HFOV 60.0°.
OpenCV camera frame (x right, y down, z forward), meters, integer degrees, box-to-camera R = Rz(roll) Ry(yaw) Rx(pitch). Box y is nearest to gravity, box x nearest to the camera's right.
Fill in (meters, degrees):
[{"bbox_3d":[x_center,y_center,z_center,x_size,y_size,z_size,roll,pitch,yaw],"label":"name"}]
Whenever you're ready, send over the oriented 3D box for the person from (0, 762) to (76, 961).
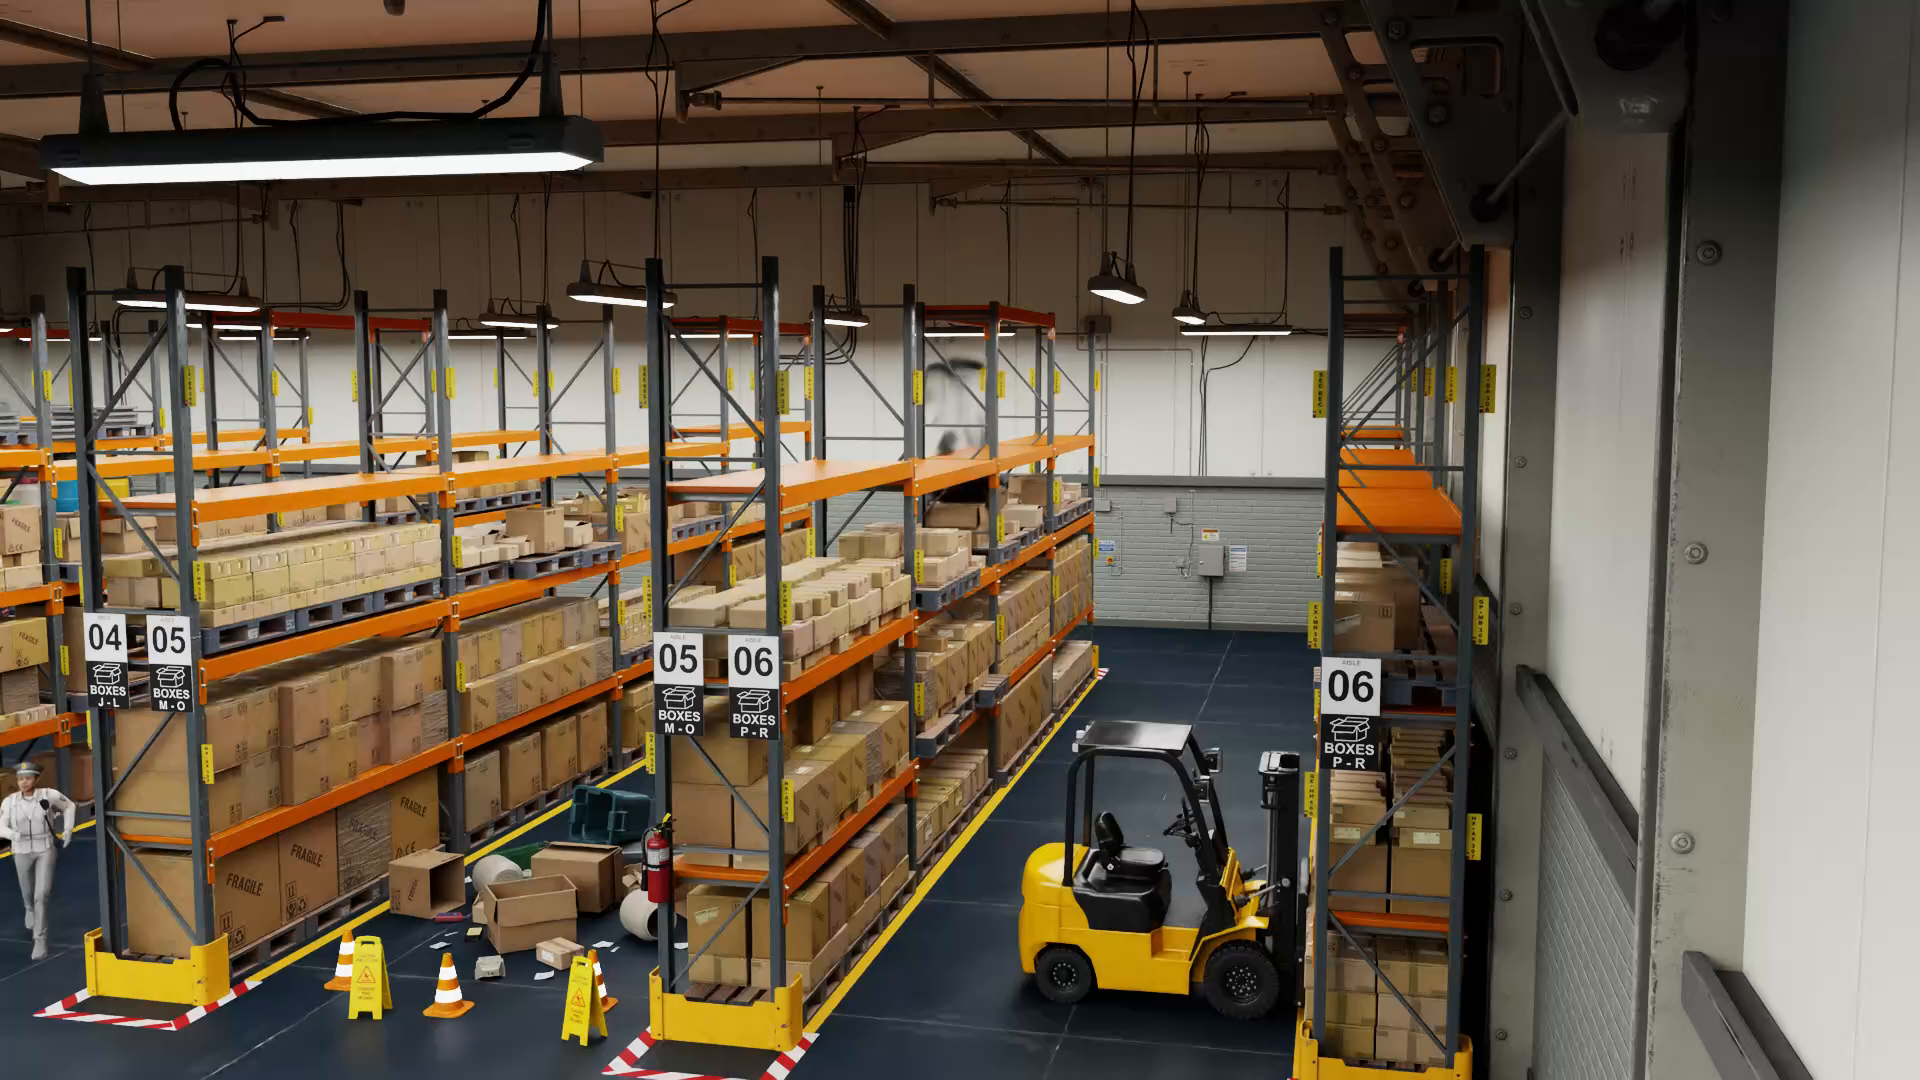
[{"bbox_3d":[-8.312,2.814,14.973,0.619,1.721,0.930,-2,6,-18],"label":"person"}]
